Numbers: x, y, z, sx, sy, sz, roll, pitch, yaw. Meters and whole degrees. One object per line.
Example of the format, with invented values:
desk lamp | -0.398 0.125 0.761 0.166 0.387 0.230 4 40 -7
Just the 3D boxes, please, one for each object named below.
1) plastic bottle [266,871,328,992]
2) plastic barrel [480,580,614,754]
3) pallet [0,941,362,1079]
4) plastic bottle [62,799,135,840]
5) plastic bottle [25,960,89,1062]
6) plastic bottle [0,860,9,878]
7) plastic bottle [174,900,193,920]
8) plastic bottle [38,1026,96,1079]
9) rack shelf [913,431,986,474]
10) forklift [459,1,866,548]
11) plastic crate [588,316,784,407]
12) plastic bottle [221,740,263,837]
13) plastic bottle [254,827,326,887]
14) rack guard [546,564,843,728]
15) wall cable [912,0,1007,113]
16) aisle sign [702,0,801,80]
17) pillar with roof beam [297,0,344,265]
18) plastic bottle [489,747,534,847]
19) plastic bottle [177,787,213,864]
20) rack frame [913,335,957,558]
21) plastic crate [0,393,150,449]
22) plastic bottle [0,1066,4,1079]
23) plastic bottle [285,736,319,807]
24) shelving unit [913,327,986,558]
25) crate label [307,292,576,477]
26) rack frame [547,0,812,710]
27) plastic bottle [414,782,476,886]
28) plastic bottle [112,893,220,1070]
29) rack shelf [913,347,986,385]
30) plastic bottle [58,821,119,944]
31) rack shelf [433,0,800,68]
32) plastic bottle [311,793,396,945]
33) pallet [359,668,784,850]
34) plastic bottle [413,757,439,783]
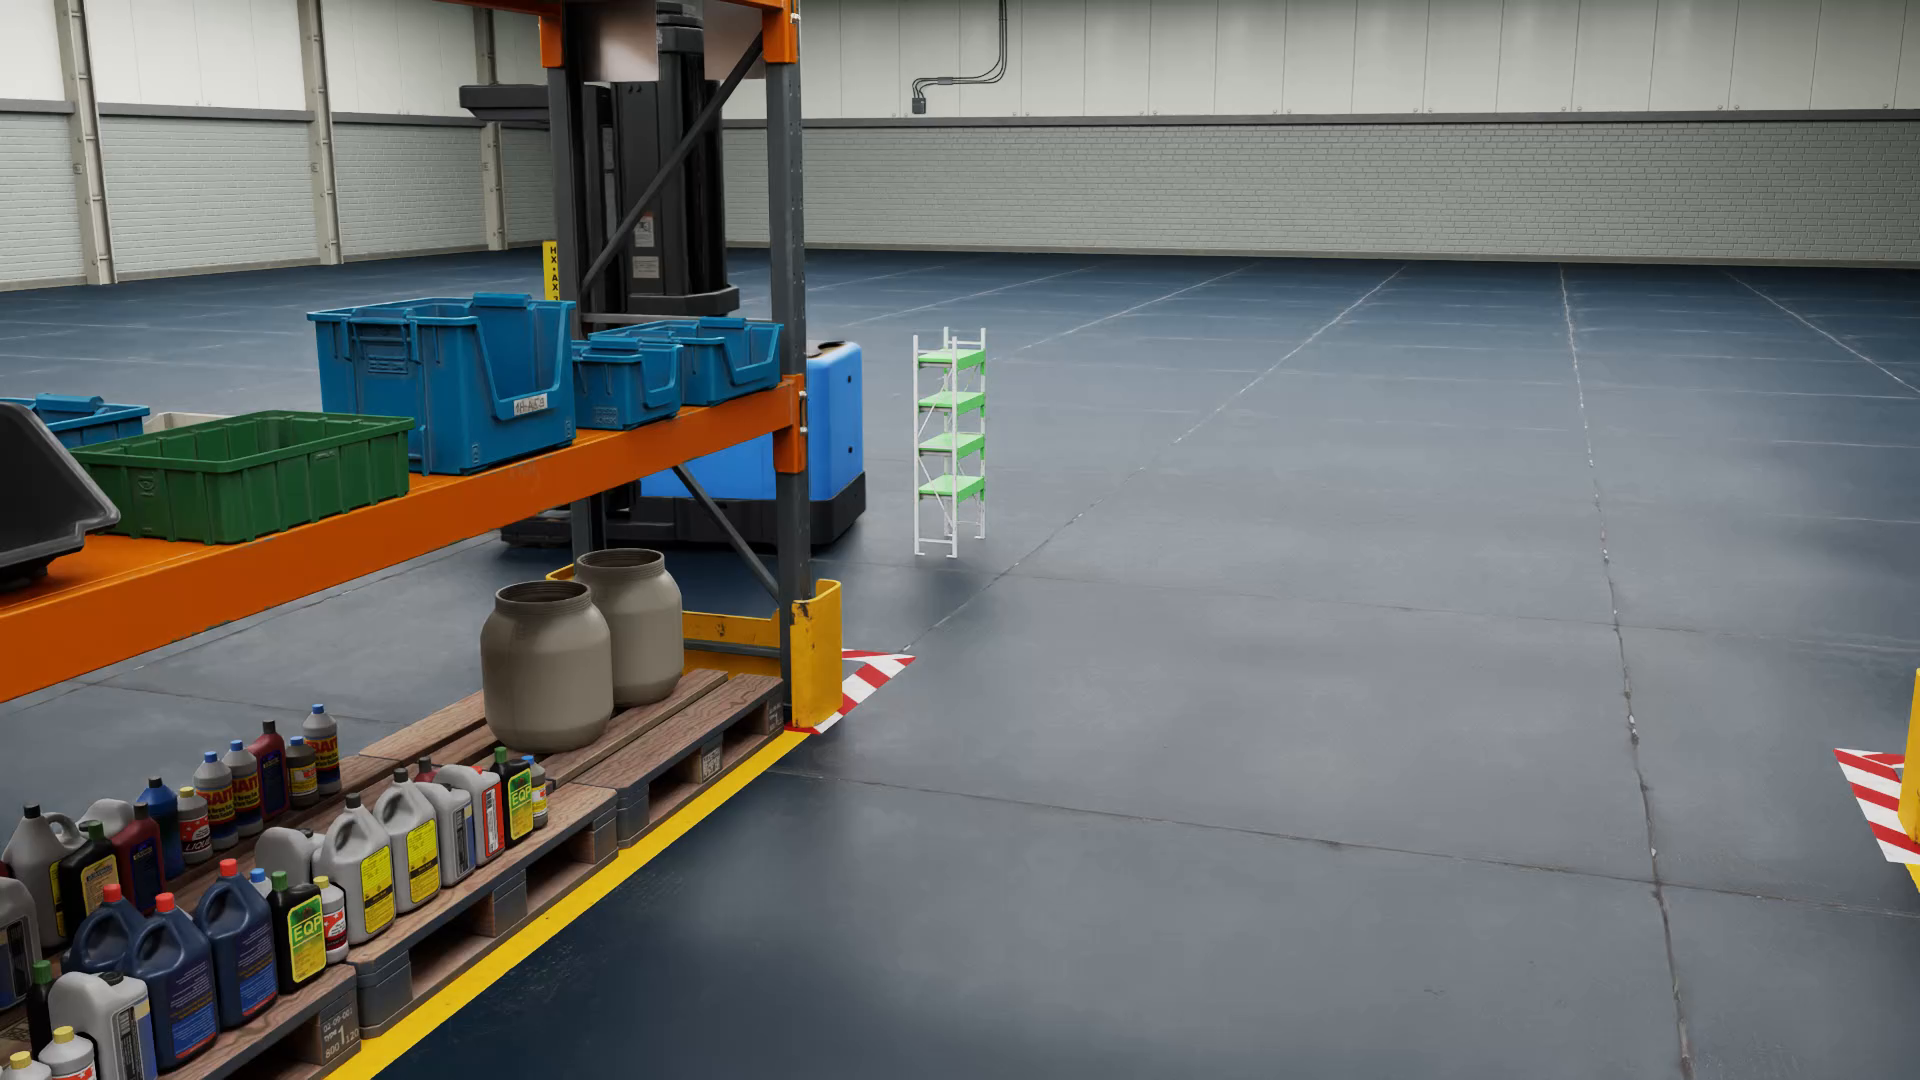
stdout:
plastic bottle | -1.563 0.902 3.910 0.061 0.283 0.133 5 14 21
plastic barrel | -1.379 0.419 5.556 0.421 0.512 0.421 0 13 0
pallet | -2.114 1.225 3.647 1.003 0.211 1.213 4 14 18
plastic bottle | -2.212 0.819 4.293 0.152 0.276 0.135 5 14 19
plastic bottle | -1.875 1.001 3.479 0.061 0.283 0.133 4 14 18
plastic bottle | -2.360 0.880 4.009 0.061 0.283 0.133 5 14 22
plastic bottle | -1.784 0.940 3.770 0.097 0.271 0.097 0 13 0
plastic bottle | -1.787 1.075 3.336 0.097 0.201 0.097 0 13 0
rack shelf | -0.054 -0.488 9.216 0.258 0.148 0.480 4 14 18
forklift | -2.126 -1.496 9.457 3.031 2.935 1.130 2 13 8
plastic crate | -0.955 -0.639 5.880 0.499 0.251 0.616 4 14 18
plastic bottle | -2.069 0.709 4.784 0.097 0.271 0.097 0 13 0
plastic bottle | -1.667 0.843 4.188 0.152 0.276 0.135 4 14 18
rack guard | -1.057 0.400 6.613 1.175 0.500 0.348 4 14 18
wall cable | -0.027 -12.921 38.232 2.305 6.003 0.169 4 14 18
aisle sign | -0.772 -2.099 6.103 0.394 0.787 0.004 4 14 18
pillar with roof beam | -9.077 -9.851 32.427 9.100 9.000 0.400 4 14 18
plastic bottle | -1.277 0.716 4.727 0.061 0.283 0.133 5 14 20
plastic bottle | -2.133 0.785 4.608 0.097 0.201 0.097 0 13 0
rack frame | -0.133 -0.499 8.977 0.240 1.200 0.015 4 14 18
plastic crate | -2.270 -0.176 3.853 0.499 0.251 0.616 4 14 18
plastic bottle | -1.853 1.084 3.140 0.097 0.271 0.097 0 13 0
plastic bottle | -1.992 0.693 5.013 0.097 0.201 0.097 0 13 0
shelving unit | -0.054 -0.550 9.202 0.258 1.200 0.503 4 14 18
crate label | -1.416 -0.449 4.633 0.502 0.435 0.616 4 14 18
rack frame | -1.077 -0.838 6.420 1.000 3.000 0.127 4 14 18
plastic bottle | -1.408 0.774 4.490 0.152 0.276 0.135 4 13 17
plastic bottle | -1.717 0.941 3.589 0.144 0.351 0.185 5 14 20
rack shelf | -0.054 -0.956 9.109 0.258 0.148 0.480 4 14 18
plastic bottle | -2.163 0.851 4.135 0.061 0.283 0.133 4 14 18
rack shelf | -1.724 -1.529 4.321 1.077 0.370 4.000 4 14 18
plastic bottle | -1.518 0.812 4.156 0.144 0.351 0.185 4 14 18
pallet | -1.325 0.711 5.897 1.003 0.211 1.213 4 14 18
plastic bottle | -1.464 0.733 4.650 0.061 0.283 0.133 4 14 18
